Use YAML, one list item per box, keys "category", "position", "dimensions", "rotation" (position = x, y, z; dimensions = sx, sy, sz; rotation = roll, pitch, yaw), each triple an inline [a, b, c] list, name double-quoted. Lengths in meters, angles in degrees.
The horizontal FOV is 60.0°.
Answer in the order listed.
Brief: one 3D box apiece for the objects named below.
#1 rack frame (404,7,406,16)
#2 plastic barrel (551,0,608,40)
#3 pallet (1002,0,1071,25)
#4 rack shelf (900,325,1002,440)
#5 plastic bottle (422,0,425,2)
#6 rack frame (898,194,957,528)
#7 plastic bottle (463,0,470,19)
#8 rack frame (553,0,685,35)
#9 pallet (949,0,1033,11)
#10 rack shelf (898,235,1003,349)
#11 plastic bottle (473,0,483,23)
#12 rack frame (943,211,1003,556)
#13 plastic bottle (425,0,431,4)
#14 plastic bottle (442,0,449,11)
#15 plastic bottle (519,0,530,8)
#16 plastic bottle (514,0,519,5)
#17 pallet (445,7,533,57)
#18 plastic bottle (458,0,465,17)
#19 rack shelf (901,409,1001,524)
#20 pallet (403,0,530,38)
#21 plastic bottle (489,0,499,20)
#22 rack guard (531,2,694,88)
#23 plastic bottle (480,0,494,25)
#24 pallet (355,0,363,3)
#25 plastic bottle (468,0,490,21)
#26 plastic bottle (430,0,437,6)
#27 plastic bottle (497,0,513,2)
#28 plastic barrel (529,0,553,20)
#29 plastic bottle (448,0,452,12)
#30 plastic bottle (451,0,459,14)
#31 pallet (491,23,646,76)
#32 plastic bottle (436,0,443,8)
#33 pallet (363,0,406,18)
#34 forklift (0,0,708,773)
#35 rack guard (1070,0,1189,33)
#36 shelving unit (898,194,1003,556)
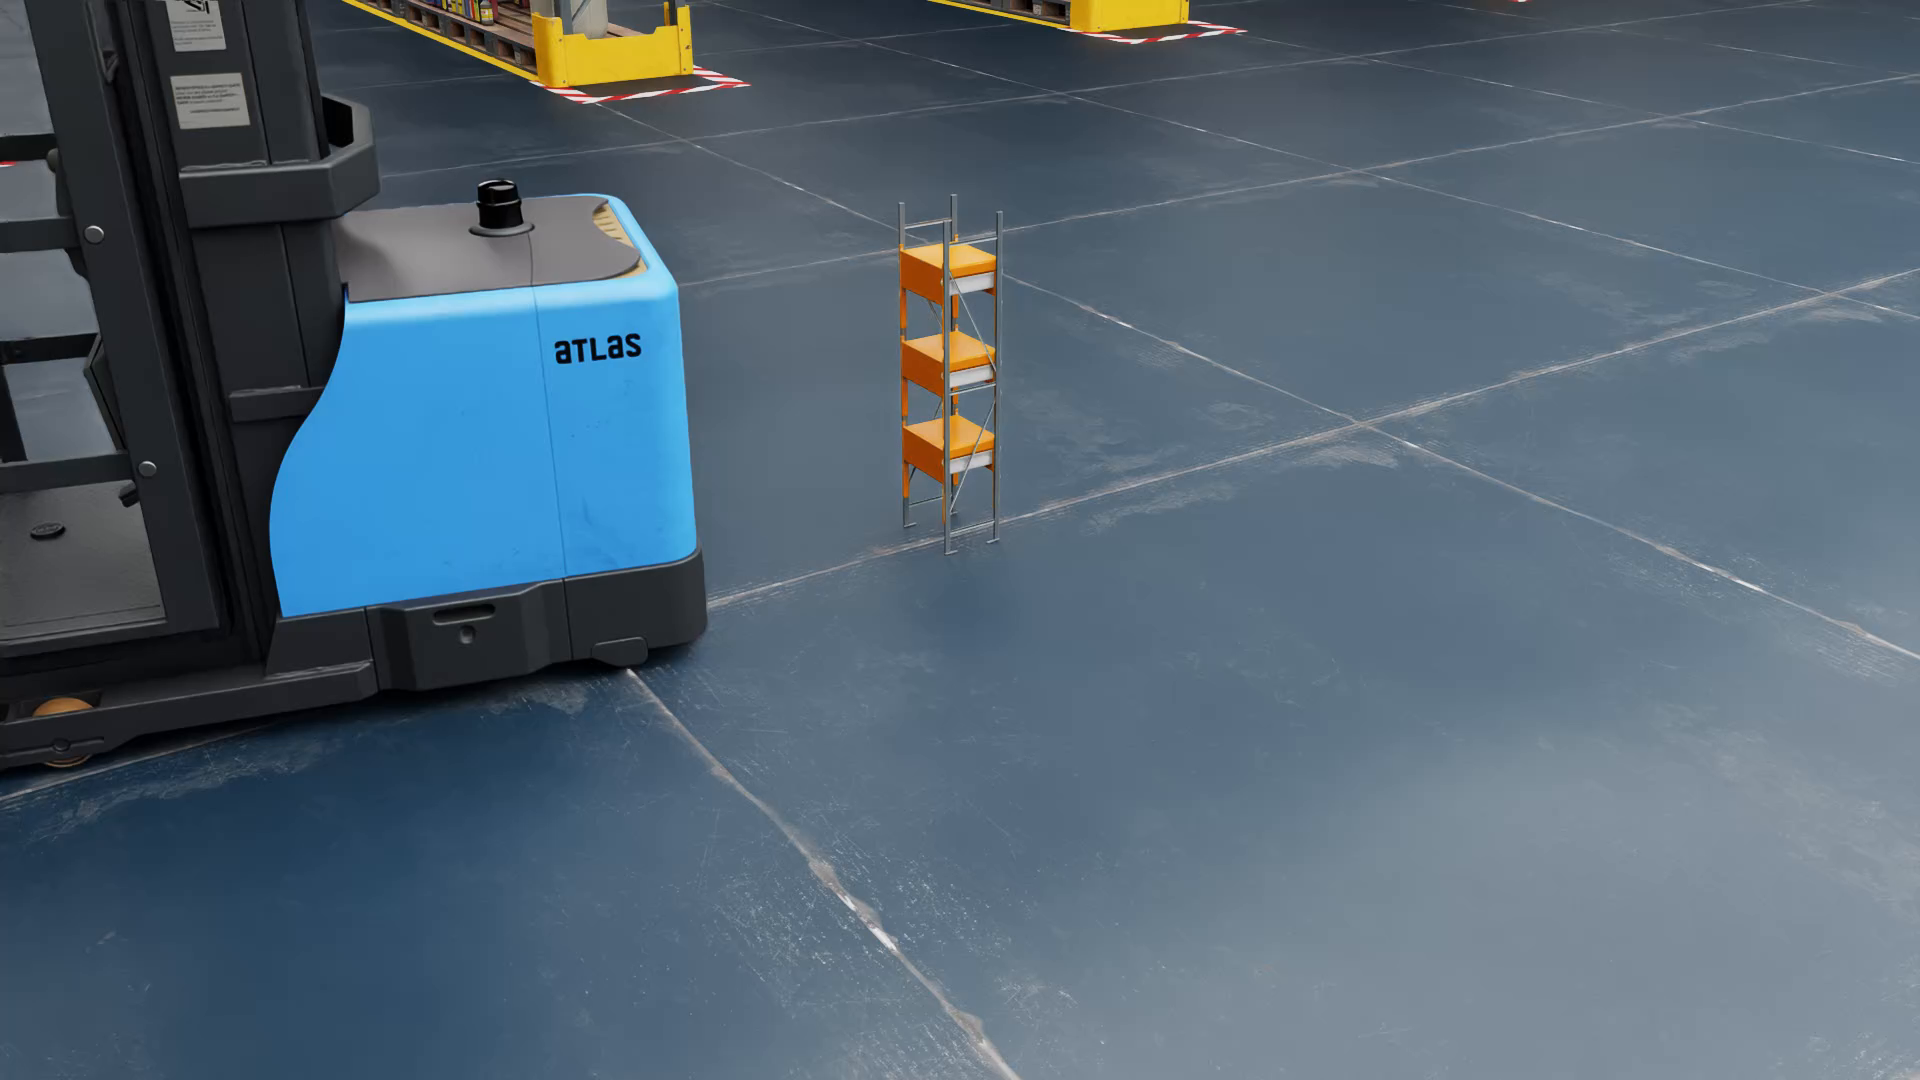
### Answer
- category: "rack frame"
  position: [-4.738, -6.325, 15.135]
  dimensions: [1.000, 3.000, 0.127]
  rotation: [-16, 29, -30]
- category: "plastic barrel"
  position: [-2.977, -4.177, 13.007]
  dimensions: [0.421, 0.512, 0.421]
  rotation: [0, 25, 0]
- category: "pallet"
  position: [1.140, -5.114, 15.836]
  dimensions: [1.003, 0.211, 1.213]
  rotation: [-16, 29, -30]
- category: "rack shelf"
  position: [-0.029, -0.484, 5.071]
  dimensions: [0.215, 0.259, 0.240]
  rotation: [-16, 29, -30]
- category: "plastic bottle"
  position: [-4.820, -4.970, 15.027]
  dimensions: [0.097, 0.201, 0.097]
  rotation: [0, 25, 0]
- category: "rack frame"
  position: [-0.096, -0.538, 5.159]
  dimensions: [0.200, 1.050, 0.008]
  rotation: [-16, 29, -30]
- category: "plastic bottle"
  position: [-4.114, -4.563, 14.077]
  dimensions: [0.152, 0.276, 0.135]
  rotation: [-16, 30, -31]
- category: "rack frame"
  position: [-2.554, -4.895, 12.105]
  dimensions: [1.000, 3.000, 0.127]
  rotation: [-16, 29, -30]
- category: "pallet"
  position: [0.478, -5.550, 16.759]
  dimensions: [1.003, 0.211, 1.213]
  rotation: [-16, 29, -30]
- category: "rack shelf"
  position: [-0.029, -0.741, 4.950]
  dimensions: [0.215, 0.259, 0.240]
  rotation: [-16, 29, -30]
- category: "plastic bottle"
  position: [-4.003, -4.457, 13.845]
  dimensions: [0.061, 0.283, 0.133]
  rotation: [-15, 29, -28]
- category: "rack frame"
  position: [0.037, -0.450, 4.974]
  dimensions: [0.200, 1.050, 0.008]
  rotation: [-16, 29, -30]
- category: "plastic bottle"
  position: [-4.732, -4.967, 14.934]
  dimensions: [0.152, 0.276, 0.135]
  rotation: [-14, 29, -28]
- category: "plastic bottle"
  position: [-4.487, -4.774, 14.516]
  dimensions: [0.061, 0.283, 0.133]
  rotation: [-14, 29, -27]
- category: "plastic bottle"
  position: [-3.867, -4.865, 14.707]
  dimensions: [0.061, 0.283, 0.133]
  rotation: [-16, 29, -30]
- category: "plastic bottle"
  position: [-3.936, -4.916, 14.815]
  dimensions: [0.061, 0.283, 0.133]
  rotation: [-16, 29, -30]
- category: "pallet"
  position: [-3.736, -4.378, 14.276]
  dimensions: [1.003, 0.211, 1.213]
  rotation: [-16, 29, -30]
- category: "plastic bottle"
  position: [-4.208, -4.655, 14.184]
  dimensions: [0.144, 0.351, 0.185]
  rotation: [-14, 29, -27]
- category: "rack shelf"
  position: [-0.029, -0.233, 5.190]
  dimensions: [0.215, 0.259, 0.240]
  rotation: [-16, 29, -30]
- category: "pallet"
  position: [-4.406, -4.814, 15.201]
  dimensions: [1.003, 0.211, 1.213]
  rotation: [-16, 29, -30]
- category: "plastic bottle"
  position: [-3.950, -4.542, 14.023]
  dimensions: [0.061, 0.283, 0.133]
  rotation: [-16, 29, -30]
- category: "rack guard"
  position: [-2.635, -3.780, 12.673]
  dimensions: [1.175, 0.500, 0.348]
  rotation: [-16, 29, -30]
- category: "plastic bottle"
  position: [-3.924, -4.383, 13.783]
  dimensions: [0.097, 0.201, 0.097]
  rotation: [0, 25, 0]
- category: "pallet"
  position: [-5.869, -5.773, 17.232]
  dimensions: [1.003, 0.211, 1.213]
  rotation: [-16, 29, -30]
- category: "plastic bottle"
  position: [-4.039, -4.513, 13.972]
  dimensions: [0.152, 0.276, 0.135]
  rotation: [-15, 29, -29]
- category: "plastic bottle"
  position: [-4.645, -4.941, 14.790]
  dimensions: [0.144, 0.351, 0.185]
  rotation: [-15, 29, -28]
- category: "plastic bottle"
  position: [-4.150, -5.017, 15.040]
  dimensions: [0.152, 0.276, 0.135]
  rotation: [-16, 29, -30]
- category: "plastic barrel"
  position: [-3.251, -4.356, 13.387]
  dimensions: [0.421, 0.512, 0.421]
  rotation: [0, 25, 0]
- category: "plastic bottle"
  position: [-4.407, -4.699, 14.453]
  dimensions: [0.097, 0.201, 0.097]
  rotation: [0, 25, 0]
- category: "plastic bottle"
  position: [-4.310, -4.721, 14.325]
  dimensions: [0.144, 0.351, 0.185]
  rotation: [-16, 30, -30]
- category: "pallet"
  position: [-3.074, -3.942, 13.352]
  dimensions: [1.003, 0.211, 1.213]
  rotation: [-16, 29, -30]
- category: "plastic bottle"
  position: [-4.542, -4.873, 14.647]
  dimensions: [0.144, 0.351, 0.185]
  rotation: [-17, 30, -32]
- category: "pallet"
  position: [-5.199, -5.336, 16.306]
  dimensions: [1.003, 0.211, 1.213]
  rotation: [-16, 29, -30]
- category: "forklift"
  position: [-2.269, -0.996, 3.926]
  dimensions: [3.031, 2.935, 1.130]
  rotation: [-8, 27, -17]
- category: "rack guard"
  position: [1.554, -4.946, 15.141]
  dimensions: [1.175, 0.500, 0.348]
  rotation: [-16, 29, -30]
- category: "shelving unit"
  position: [-0.029, -0.494, 5.066]
  dimensions: [0.215, 1.050, 0.252]
  rotation: [-16, 29, -30]
